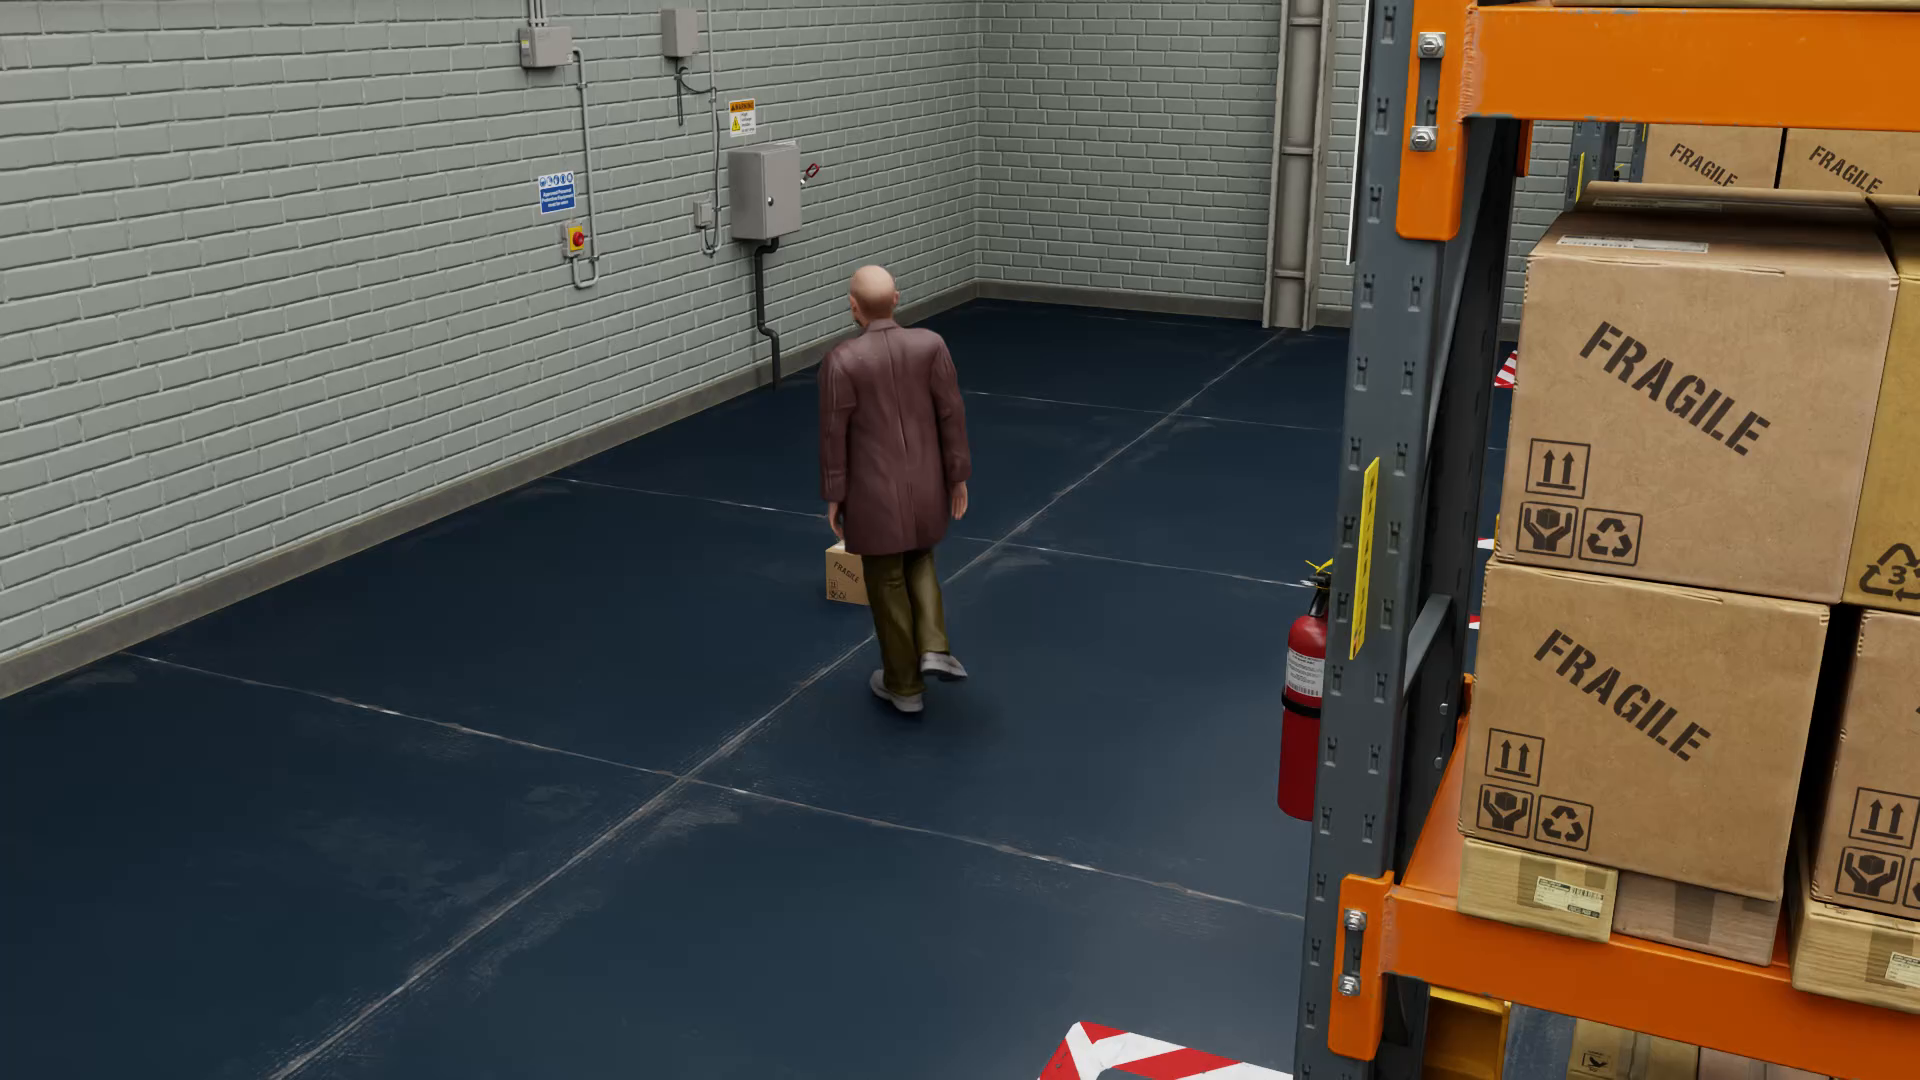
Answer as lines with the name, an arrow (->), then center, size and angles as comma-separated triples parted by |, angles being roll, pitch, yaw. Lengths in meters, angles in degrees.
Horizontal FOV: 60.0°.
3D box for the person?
person -> -0.254, -0.191, 6.592 | 0.608, 1.770, 0.539 | -9, 21, -25
